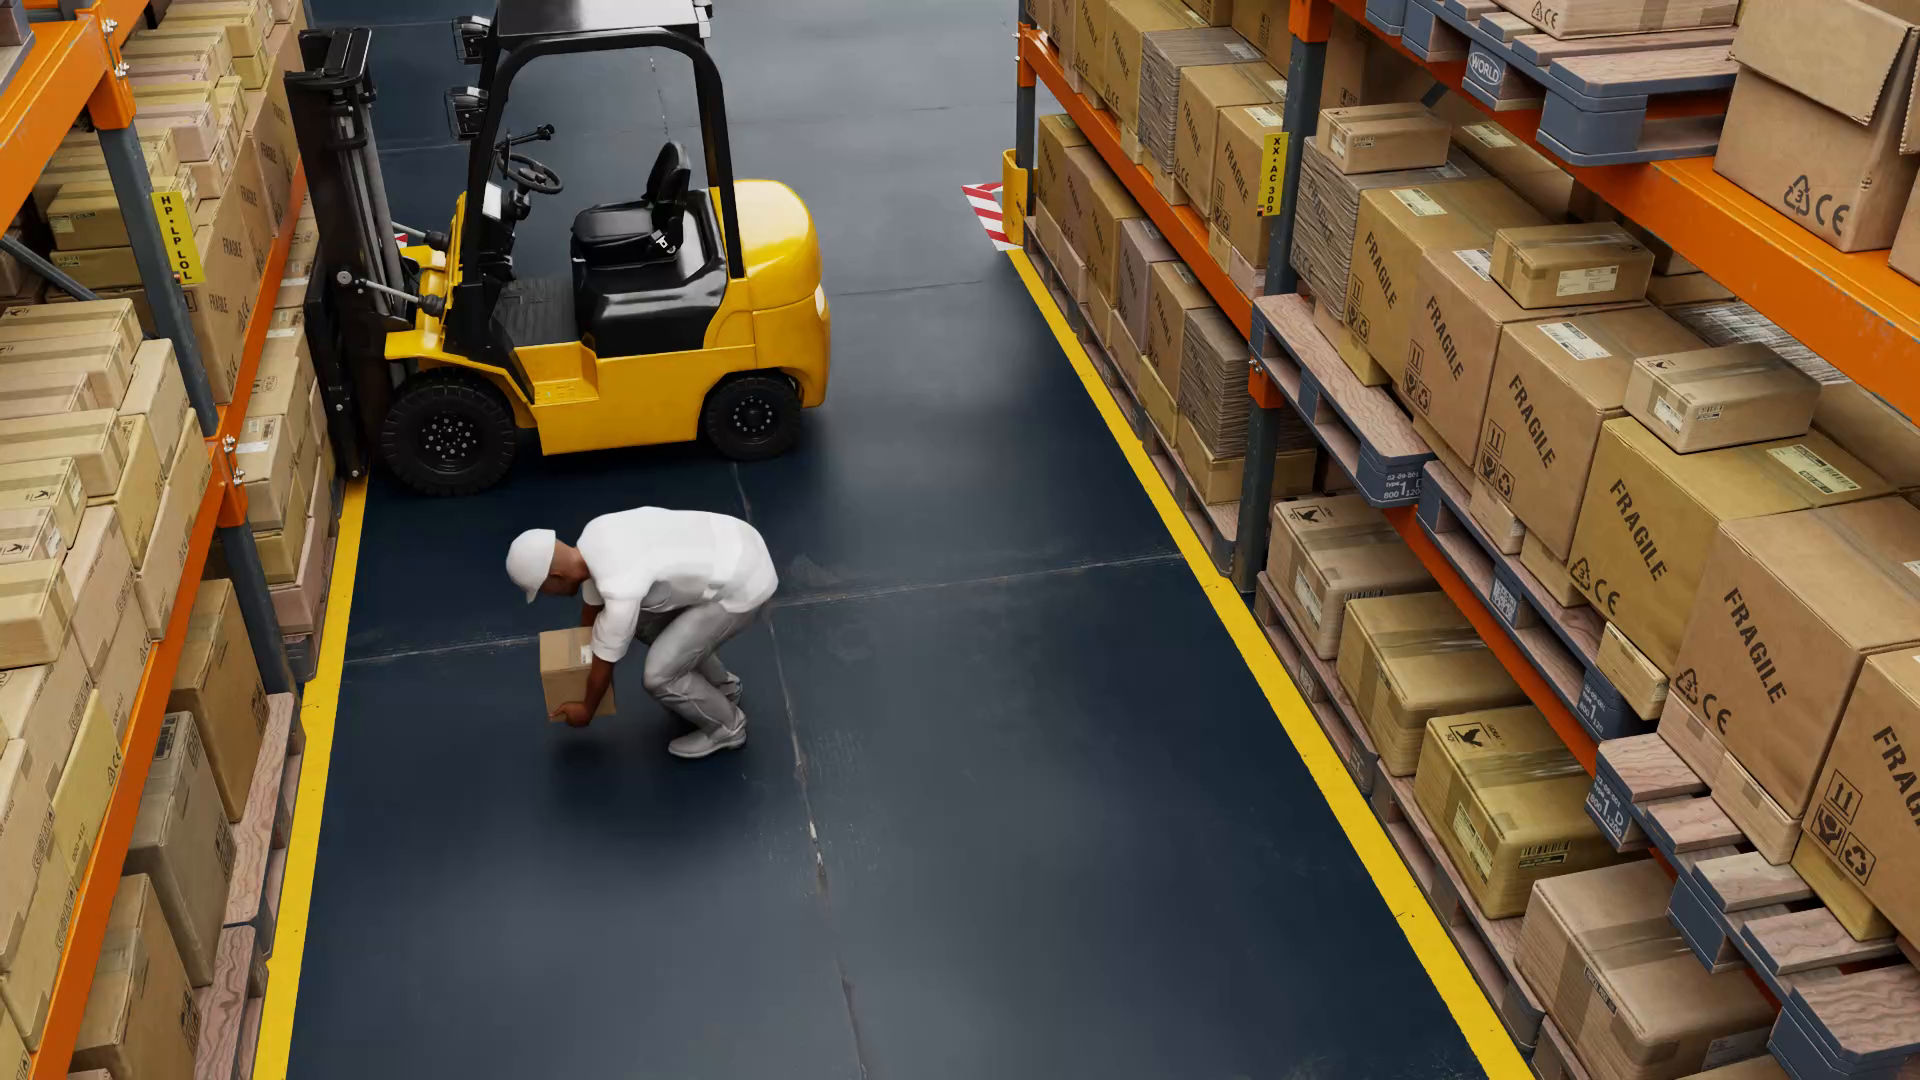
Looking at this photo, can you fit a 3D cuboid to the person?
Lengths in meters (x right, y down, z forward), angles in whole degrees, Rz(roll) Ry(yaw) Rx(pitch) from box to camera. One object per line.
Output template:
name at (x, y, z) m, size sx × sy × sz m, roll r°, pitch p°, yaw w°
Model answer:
person at (-1.162, 0.340, 6.280) m, size 0.961 × 1.026 × 0.522 m, roll -9°, pitch 35°, yaw -13°
